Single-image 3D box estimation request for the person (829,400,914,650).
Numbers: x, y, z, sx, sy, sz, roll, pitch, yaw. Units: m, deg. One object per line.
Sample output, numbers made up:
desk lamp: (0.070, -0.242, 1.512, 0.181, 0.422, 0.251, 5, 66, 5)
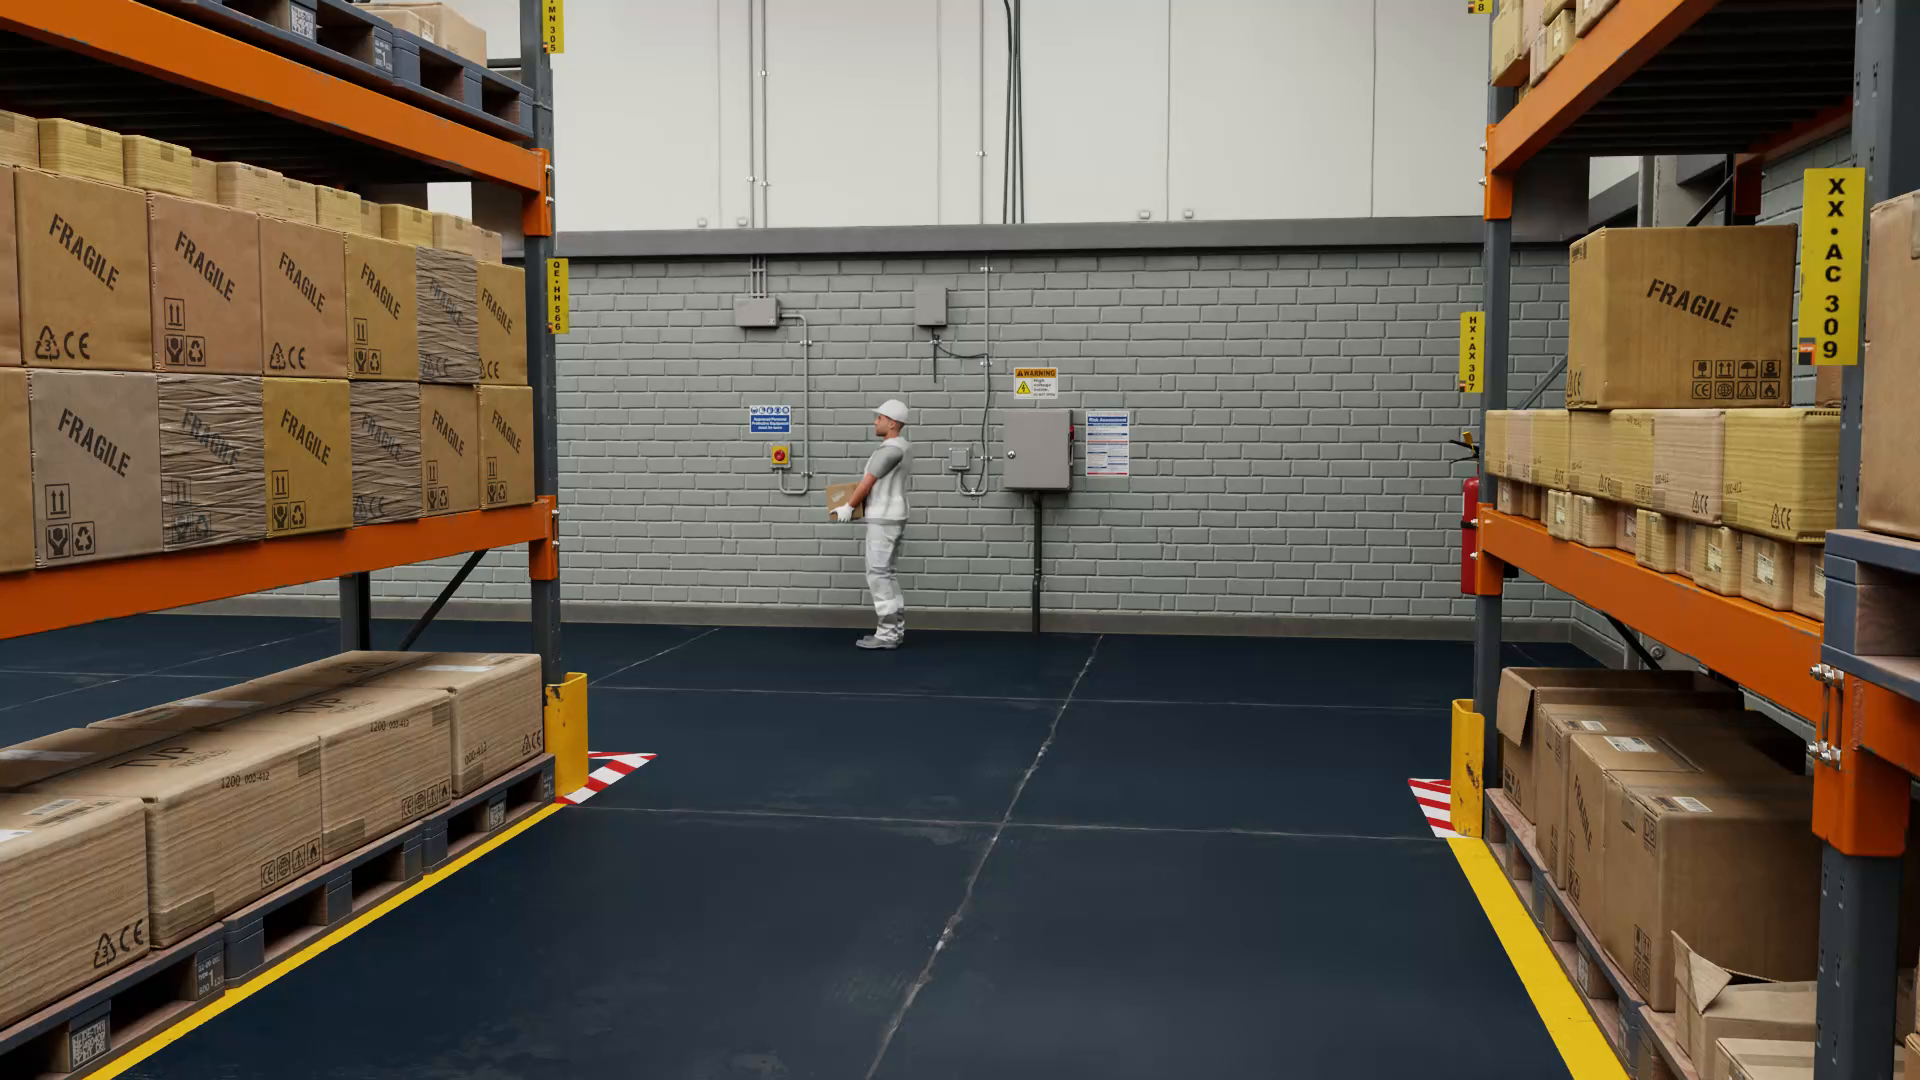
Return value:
person: (-0.637, -0.116, 11.964, 0.568, 1.783, 0.494, 1, 4, 10)
